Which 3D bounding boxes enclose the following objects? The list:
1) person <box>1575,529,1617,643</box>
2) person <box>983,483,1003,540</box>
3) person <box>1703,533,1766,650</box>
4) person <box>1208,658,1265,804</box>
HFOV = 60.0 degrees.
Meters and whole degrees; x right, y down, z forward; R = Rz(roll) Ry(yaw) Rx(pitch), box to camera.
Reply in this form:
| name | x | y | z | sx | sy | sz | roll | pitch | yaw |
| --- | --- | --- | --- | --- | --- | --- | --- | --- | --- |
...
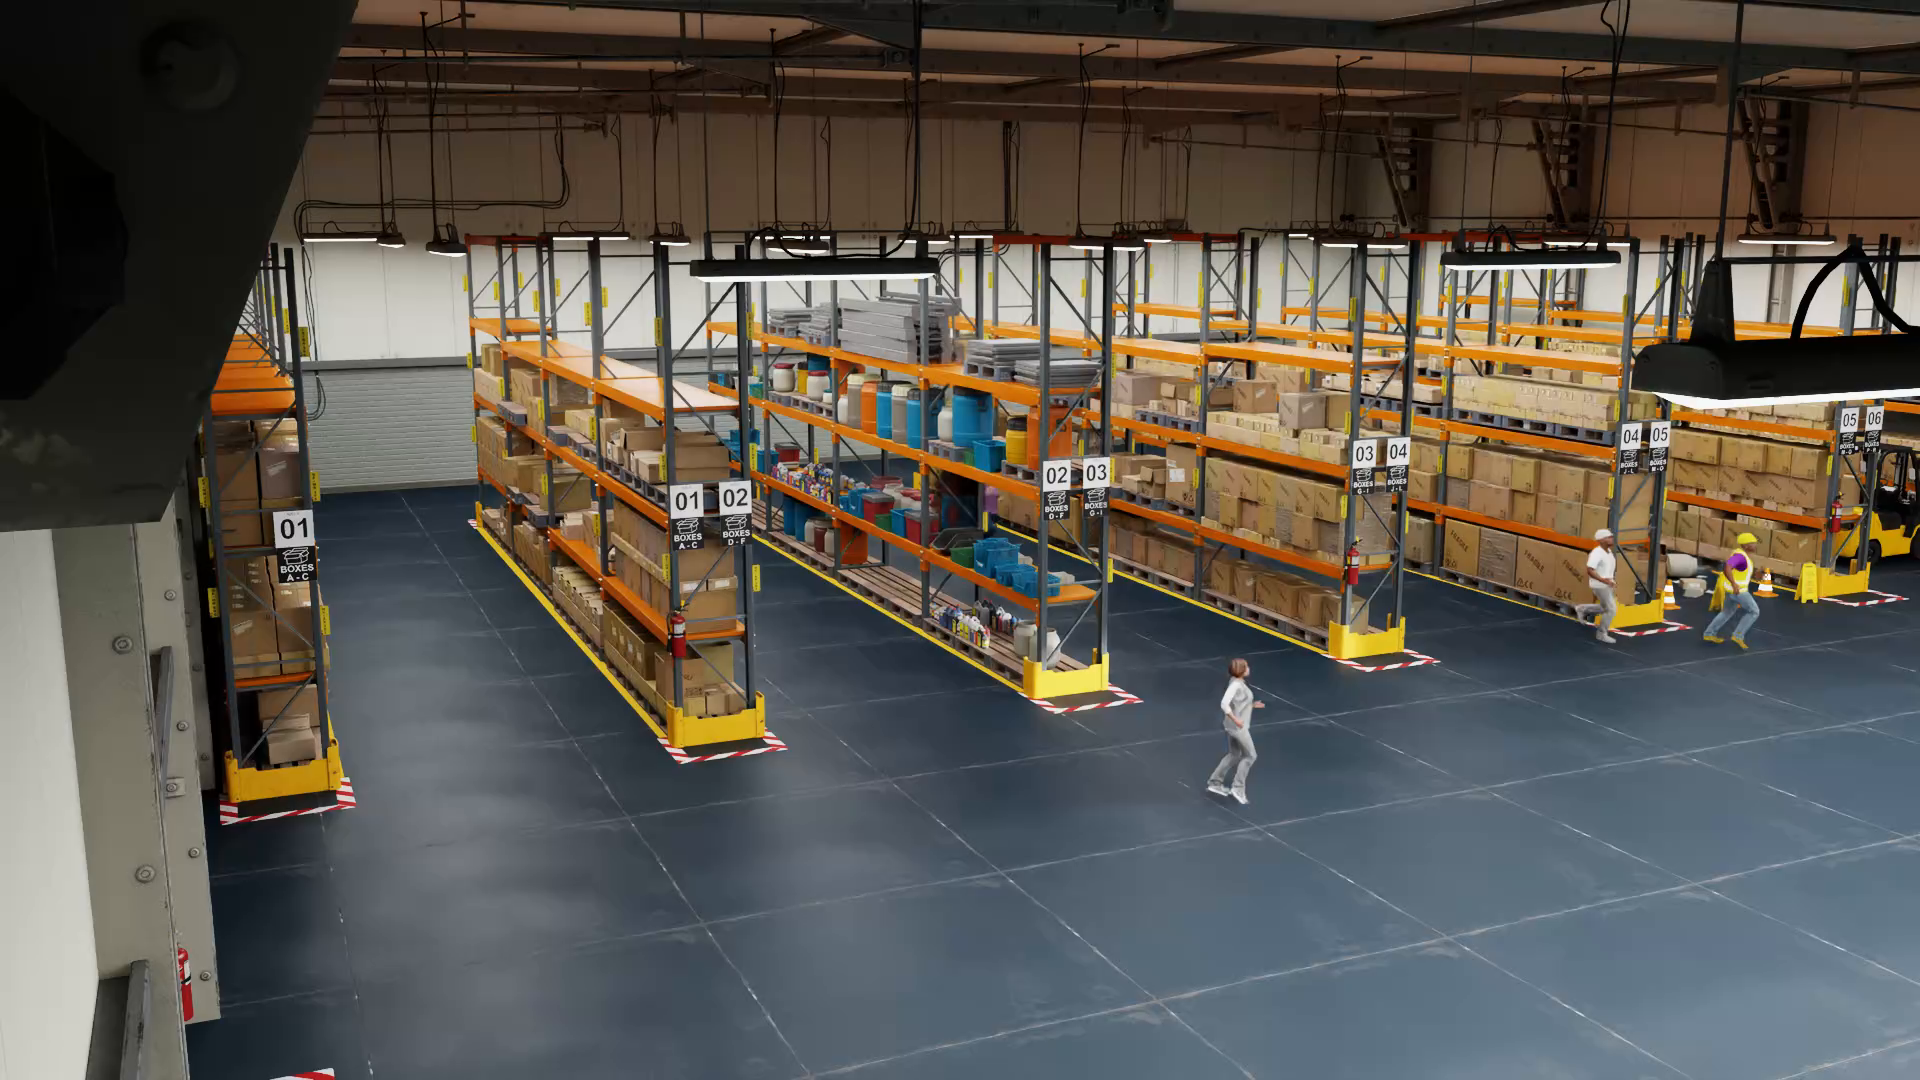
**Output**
| name | x | y | z | sx | sy | sz | roll | pitch | yaw |
| --- | --- | --- | --- | --- | --- | --- | --- | --- | --- |
| person | 9.662 | 0.677 | 25.191 | 0.659 | 1.724 | 0.730 | 7 | 13 | 32 |
| person | 0.513 | -0.486 | 30.299 | 0.510 | 1.608 | 0.737 | -7 | 13 | -31 |
| person | 11.535 | 0.759 | 24.669 | 0.796 | 1.762 | 0.711 | 3 | 11 | 15 |
| person | 3.034 | 2.099 | 18.227 | 0.597 | 1.660 | 0.540 | 1 | 11 | 3 |
